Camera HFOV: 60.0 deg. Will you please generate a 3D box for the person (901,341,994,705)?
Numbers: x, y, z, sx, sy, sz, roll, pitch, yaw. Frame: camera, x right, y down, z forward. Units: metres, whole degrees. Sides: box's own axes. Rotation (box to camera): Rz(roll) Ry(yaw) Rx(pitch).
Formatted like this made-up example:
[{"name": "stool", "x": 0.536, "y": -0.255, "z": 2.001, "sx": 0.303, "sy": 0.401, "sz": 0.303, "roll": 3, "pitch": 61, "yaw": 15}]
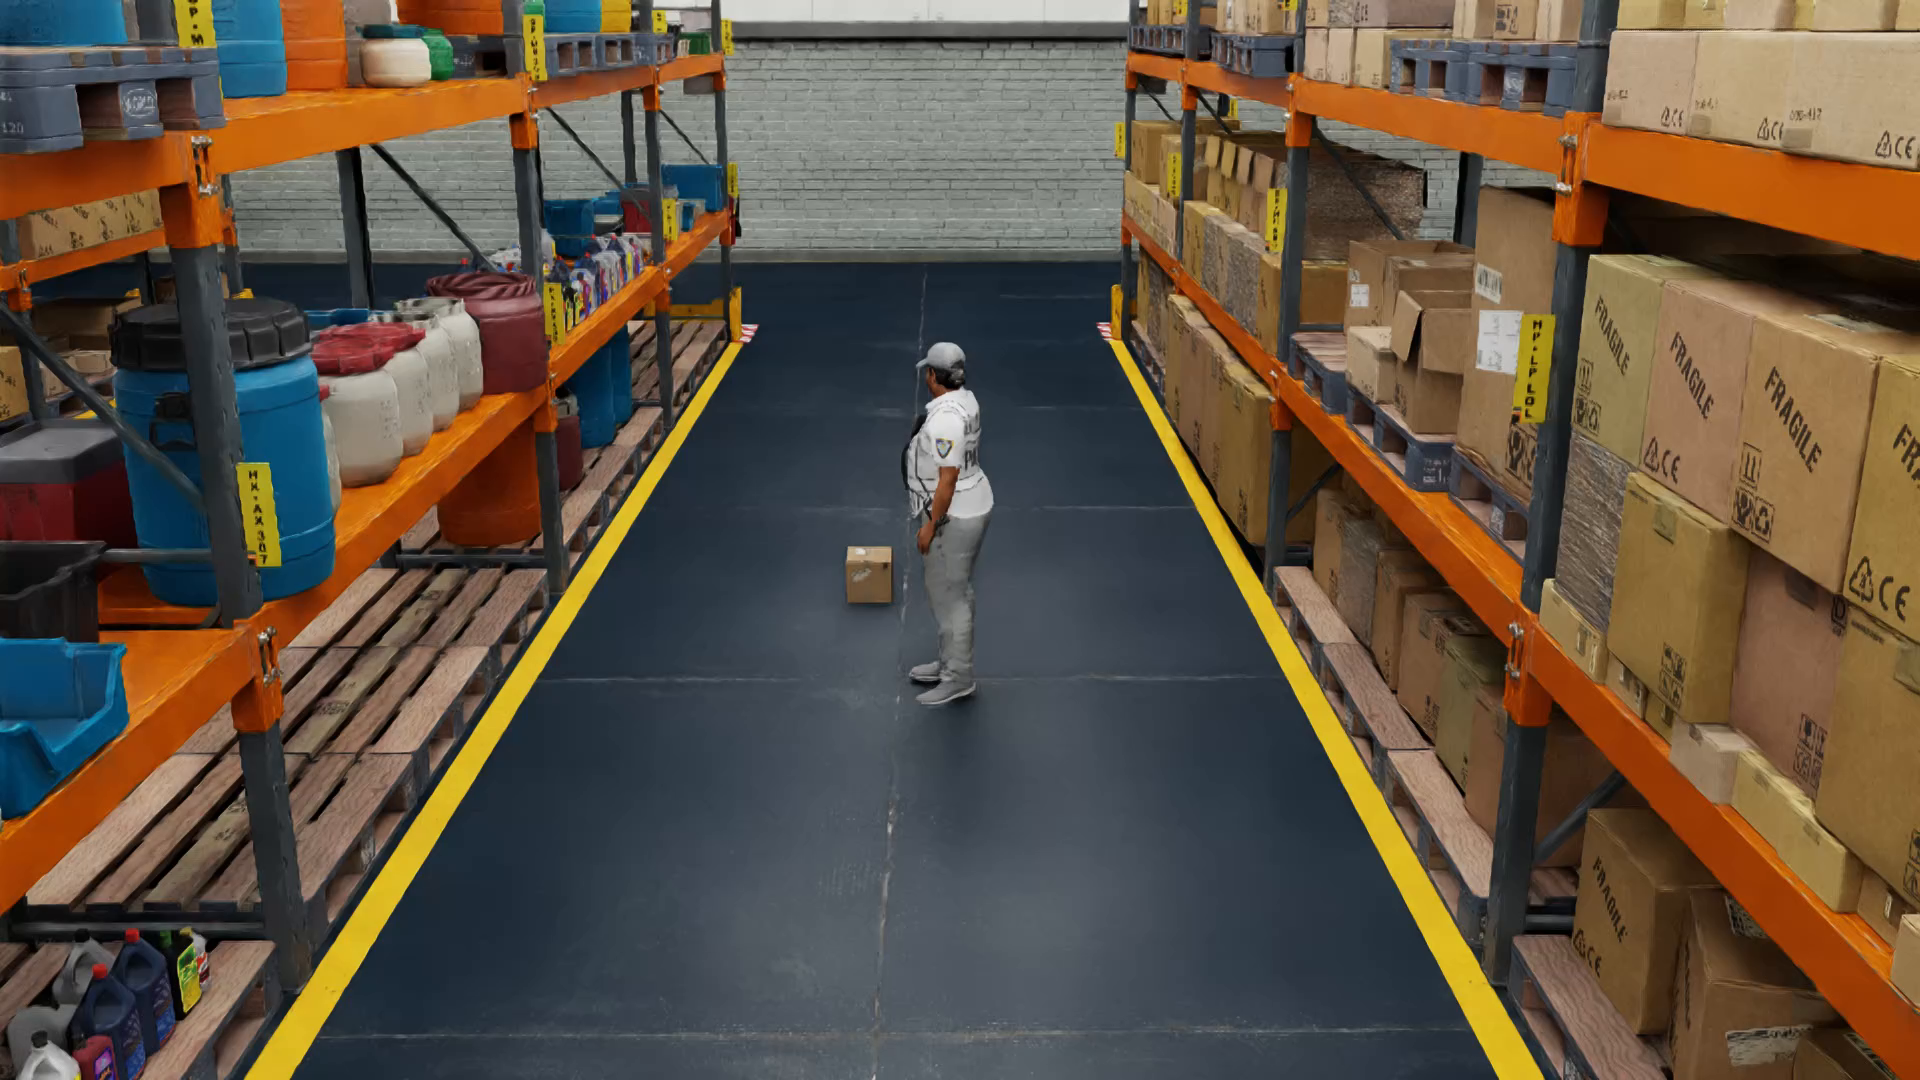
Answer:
[{"name": "person", "x": -0.055, "y": -0.081, "z": 7.800, "sx": 0.415, "sy": 1.711, "sz": 0.527, "roll": 3, "pitch": 18, "yaw": 11}]
